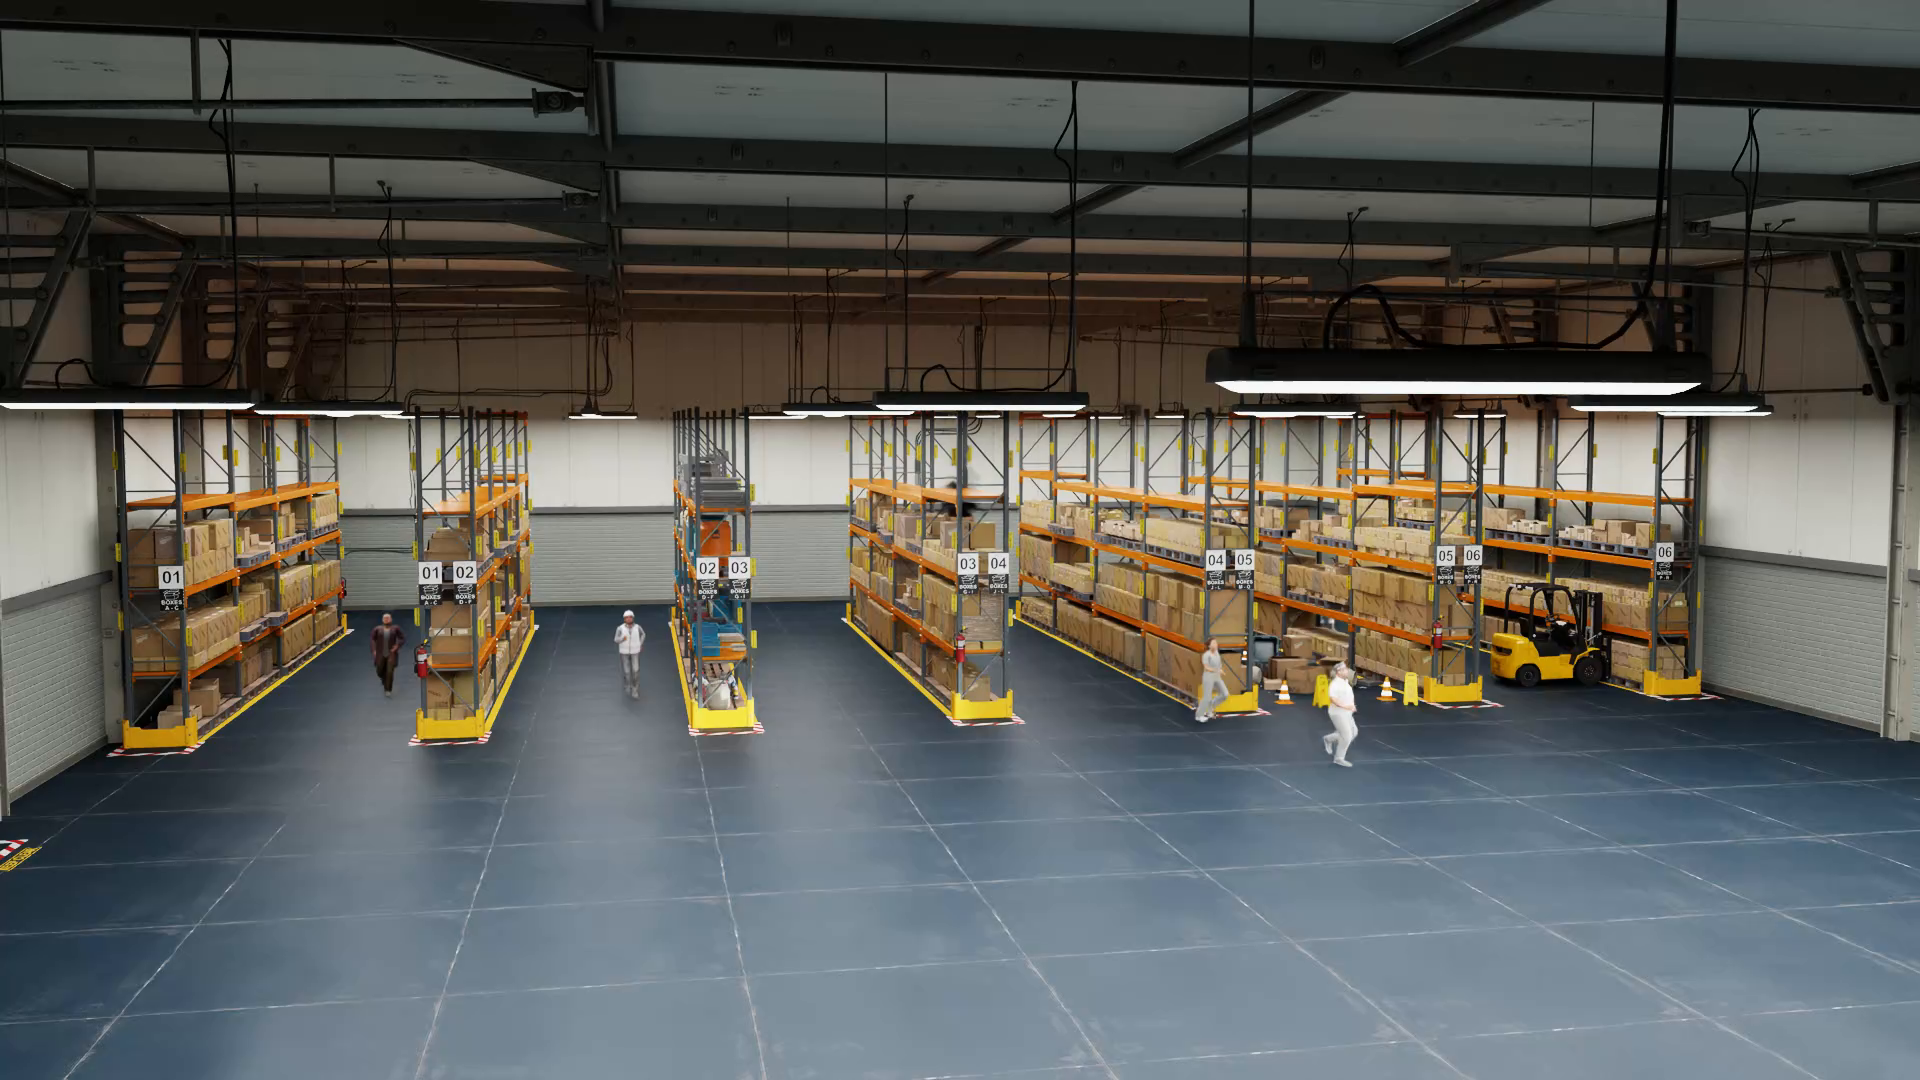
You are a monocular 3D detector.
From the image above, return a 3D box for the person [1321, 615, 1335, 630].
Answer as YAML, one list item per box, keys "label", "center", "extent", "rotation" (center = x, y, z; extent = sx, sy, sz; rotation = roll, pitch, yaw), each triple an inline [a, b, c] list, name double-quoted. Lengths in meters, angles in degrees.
- label: "person"
  center: [9.742, 1.673, 44.221]
  extent: [0.635, 1.836, 0.766]
  rotation: [-1, 4, -15]

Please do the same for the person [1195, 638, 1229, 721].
- label: "person"
  center: [4.809, 2.650, 31.580]
  extent: [0.581, 1.616, 0.747]
  rotation: [-3, 5, -39]

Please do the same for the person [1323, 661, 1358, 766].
- label: "person"
  center: [6.351, 2.886, 27.794]
  extent: [0.627, 1.752, 0.697]
  rotation: [2, 5, 29]

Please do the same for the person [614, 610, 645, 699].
- label: "person"
  center: [-6.874, 2.376, 34.636]
  extent: [0.639, 1.825, 0.734]
  rotation: [-1, 4, -11]

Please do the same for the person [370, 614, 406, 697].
- label: "person"
  center: [-11.971, 2.394, 34.799]
  extent: [0.717, 1.714, 0.681]
  rotation: [-1, 4, -9]
